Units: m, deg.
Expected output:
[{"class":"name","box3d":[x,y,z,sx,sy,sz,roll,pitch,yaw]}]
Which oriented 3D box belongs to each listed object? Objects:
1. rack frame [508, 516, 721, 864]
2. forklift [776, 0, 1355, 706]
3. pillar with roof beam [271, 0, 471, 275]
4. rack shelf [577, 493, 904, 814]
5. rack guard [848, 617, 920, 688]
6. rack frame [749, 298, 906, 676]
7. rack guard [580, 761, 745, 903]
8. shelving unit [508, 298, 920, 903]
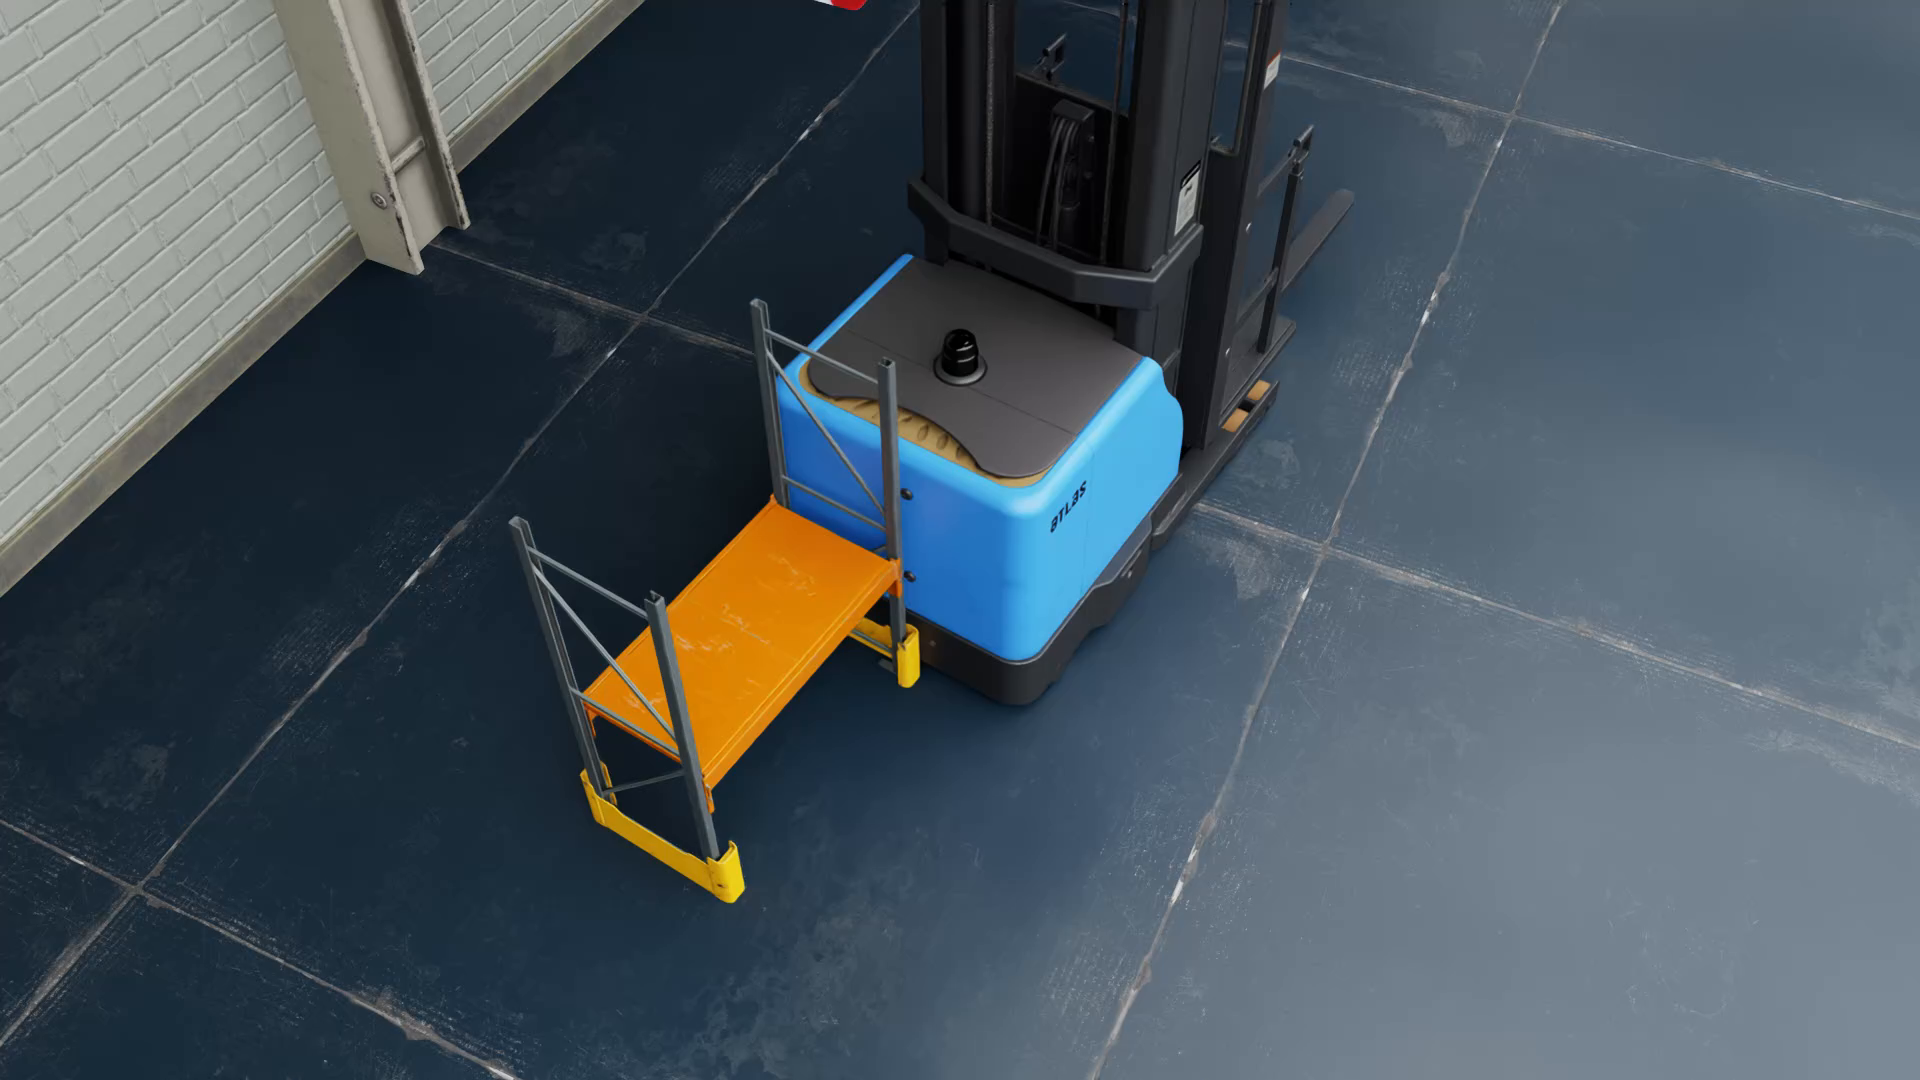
[{"class":"rack frame","box3d":[-0.957,0.536,4.810,0.500,1.500,0.032,27,55,21]},{"class":"forklift","box3d":[0.612,-1.490,5.593,1.130,2.935,3.031,27,55,21]},{"class":"pillar with roof beam","box3d":[1.478,-2.852,2.768,9.100,9.000,0.400,20,52,16]},{"class":"rack shelf","box3d":[-0.679,0.328,5.222,0.538,0.185,1.000,27,55,21]},{"class":"rack guard","box3d":[-0.401,0.294,5.836,0.587,0.250,0.087,27,55,21]},{"class":"rack frame","box3d":[-0.400,-0.112,5.361,0.500,1.500,0.032,27,55,21]},{"class":"rack guard","box3d":[-0.947,0.928,5.296,0.587,0.250,0.087,27,55,21]},{"class":"shelving unit","box3d":[-0.674,0.206,5.090,0.587,1.500,1.083,27,55,21]}]
